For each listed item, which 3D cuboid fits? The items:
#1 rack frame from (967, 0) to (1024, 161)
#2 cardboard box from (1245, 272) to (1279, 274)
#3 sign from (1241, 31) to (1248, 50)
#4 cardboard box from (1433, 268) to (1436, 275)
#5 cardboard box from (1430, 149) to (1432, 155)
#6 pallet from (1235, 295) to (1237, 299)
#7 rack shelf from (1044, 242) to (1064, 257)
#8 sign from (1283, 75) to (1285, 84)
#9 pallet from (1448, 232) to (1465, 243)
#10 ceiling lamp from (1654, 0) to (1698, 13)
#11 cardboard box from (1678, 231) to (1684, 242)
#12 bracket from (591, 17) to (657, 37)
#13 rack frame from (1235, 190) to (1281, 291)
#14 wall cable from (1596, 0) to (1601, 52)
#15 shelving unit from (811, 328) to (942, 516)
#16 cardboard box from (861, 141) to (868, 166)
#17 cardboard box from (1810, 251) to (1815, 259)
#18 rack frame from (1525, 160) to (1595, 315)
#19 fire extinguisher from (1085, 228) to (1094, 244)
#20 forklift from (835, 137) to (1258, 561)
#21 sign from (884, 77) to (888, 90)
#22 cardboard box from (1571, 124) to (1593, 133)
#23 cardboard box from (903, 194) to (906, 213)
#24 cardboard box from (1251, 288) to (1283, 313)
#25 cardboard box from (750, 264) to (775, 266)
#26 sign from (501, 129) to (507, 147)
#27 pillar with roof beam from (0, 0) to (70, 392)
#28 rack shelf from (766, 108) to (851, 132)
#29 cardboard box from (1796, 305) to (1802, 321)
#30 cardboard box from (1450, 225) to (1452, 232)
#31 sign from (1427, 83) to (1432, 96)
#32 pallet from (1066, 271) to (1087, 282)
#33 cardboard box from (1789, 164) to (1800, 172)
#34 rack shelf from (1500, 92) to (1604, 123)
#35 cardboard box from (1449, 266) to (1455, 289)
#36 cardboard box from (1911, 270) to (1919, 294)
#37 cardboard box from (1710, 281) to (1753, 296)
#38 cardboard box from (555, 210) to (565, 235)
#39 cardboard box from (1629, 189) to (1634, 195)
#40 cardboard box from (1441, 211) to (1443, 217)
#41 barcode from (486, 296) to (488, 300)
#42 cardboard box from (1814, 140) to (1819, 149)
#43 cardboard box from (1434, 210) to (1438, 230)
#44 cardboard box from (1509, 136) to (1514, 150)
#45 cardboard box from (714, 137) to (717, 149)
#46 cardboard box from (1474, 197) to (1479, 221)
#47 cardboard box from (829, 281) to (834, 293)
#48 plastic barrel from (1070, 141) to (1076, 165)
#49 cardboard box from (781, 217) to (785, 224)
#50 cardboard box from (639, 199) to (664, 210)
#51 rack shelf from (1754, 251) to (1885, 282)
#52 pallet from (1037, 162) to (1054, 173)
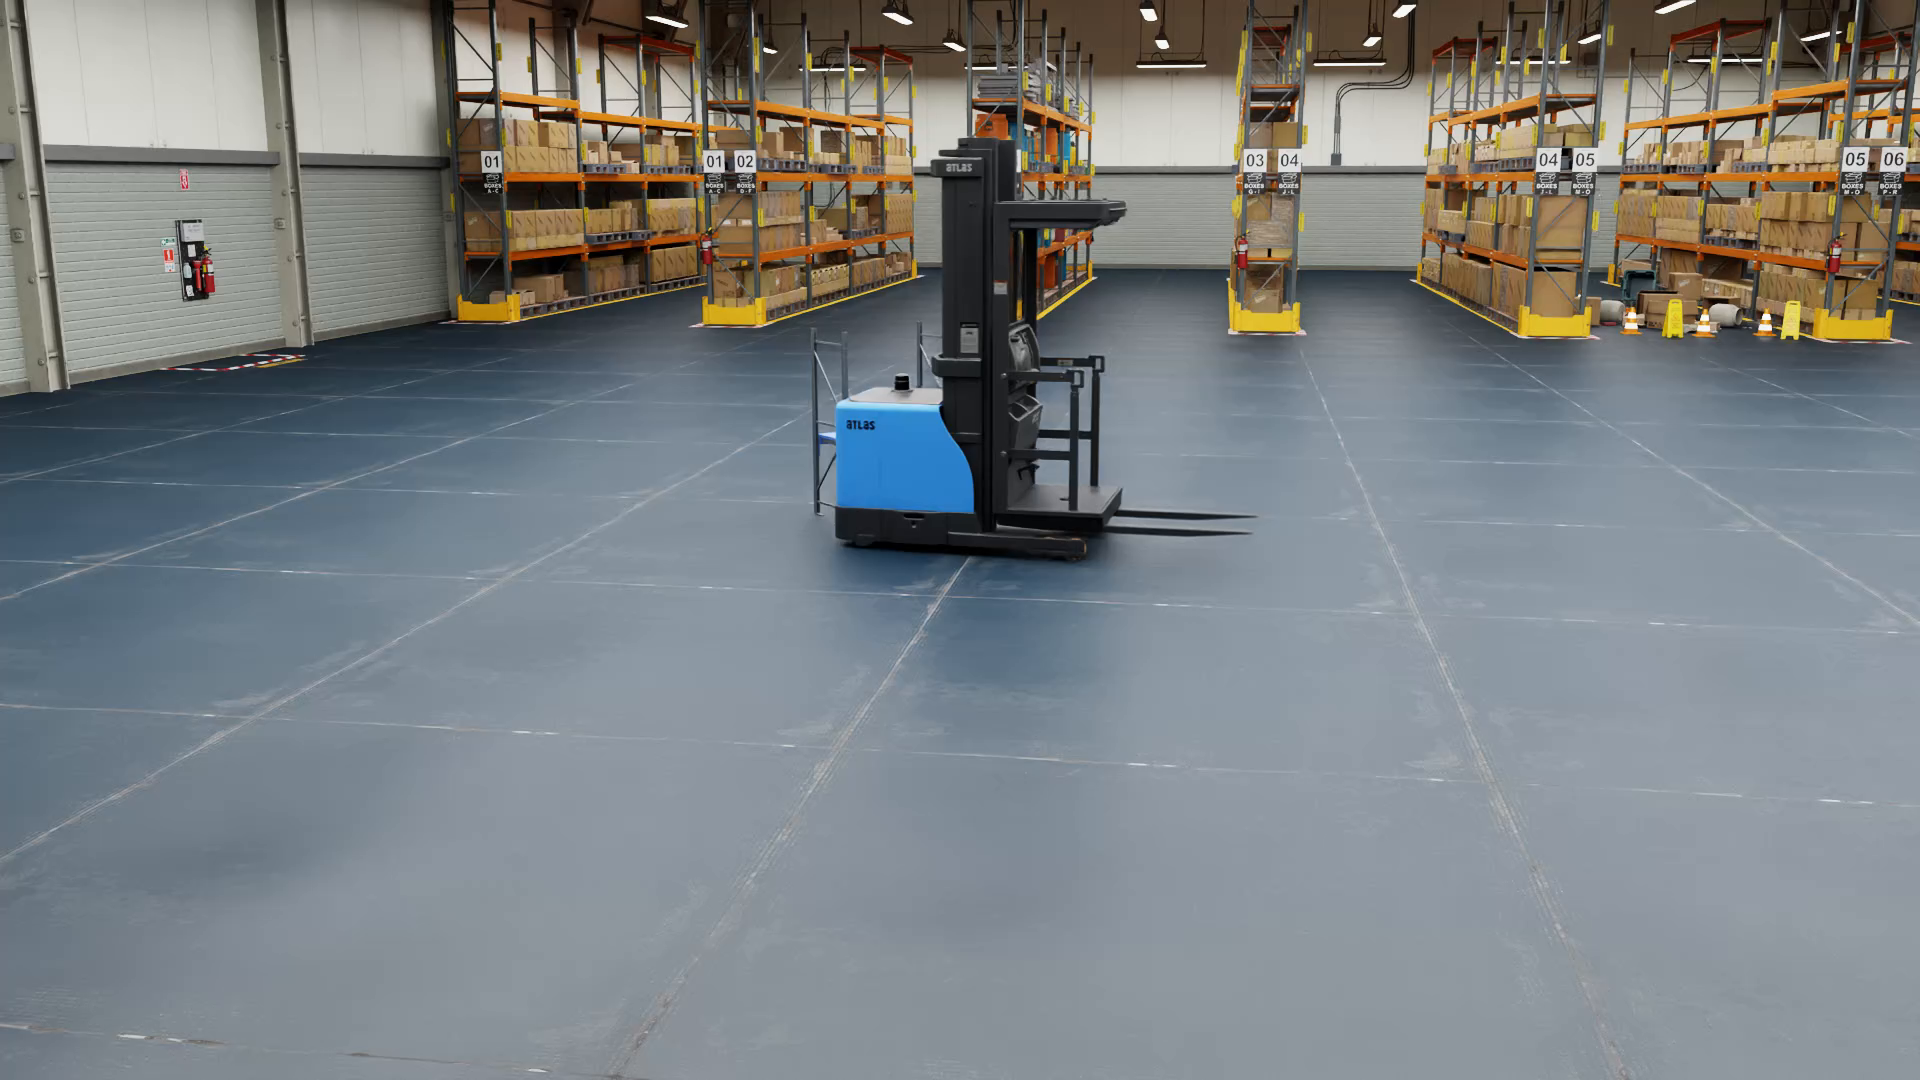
[{"bbox_3d":[0.627,-8.337,29.819,1.000,3.000,0.127,2,12,9],"label":"rack frame"},{"bbox_3d":[6.515,-5.528,35.914,0.700,0.500,0.500,3,13,13],"label":"cardboard box"},{"bbox_3d":[4.976,-8.733,29.062,0.100,0.325,0.005,2,12,9],"label":"sign"},{"bbox_3d":[12.040,-6.706,41.555,0.380,0.149,0.250,1,12,7],"label":"cardboard box"},{"bbox_3d":[12.422,-10.058,43.149,0.380,0.149,0.250,2,12,9],"label":"cardboard box"},{"bbox_3d":[6.440,-5.130,35.798,1.003,0.211,1.213,2,12,9],"label":"pallet"},{"bbox_3d":[1.550,-6.302,36.322,1.077,0.370,4.000,2,12,9],"label":"rack shelf"},{"bbox_3d":[7.905,-11.155,40.488,0.100,0.325,0.005,2,12,9],"label":"sign"},{"bbox_3d":[11.641,-6.786,37.315,1.213,0.211,1.003,2,12,9],"label":"pallet"},{"bbox_3d":[13.750,-11.584,31.031,0.800,3.185,2.000,2,12,9],"label":"ceiling lamp"},{"bbox_3d":[16.521,-6.840,37.467,0.500,0.250,0.500,2,12,8],"label":"cardboard box"},{"bbox_3d":[-8.175,-12.452,40.367,0.076,0.066,4.783,2,12,9],"label":"bracket"},{"bbox_3d":[6.751,-6.909,37.433,1.000,3.000,0.127,2,12,9],"label":"rack frame"},{"bbox_3d":[17.335,-15.639,48.035,2.355,3.000,0.029,2,12,9],"label":"wall cable"},{"bbox_3d":[-0.617,-0.967,13.420,1.039,1.500,0.500,-9,15,-35],"label":"shelving unit"},{"bbox_3d":[-2.652,-9.591,41.284,0.600,0.600,0.600,2,12,8],"label":"cardboard box"},{"bbox_3d":[15.149,-4.994,29.142,0.380,0.149,0.250,2,12,8],"label":"cardboard box"},{"bbox_3d":[10.407,-5.062,28.863,1.000,3.000,0.127,2,12,9],"label":"rack frame"},{"bbox_3d":[3.560,-8.532,46.030,0.296,0.674,0.183,2,12,9],"label":"fire extinguisher"},{"bbox_3d":[0.653,-1.404,12.053,3.031,2.935,1.130,3,12,13],"label":"forklift"},{"bbox_3d":[-1.872,-11.514,41.965,0.100,0.325,0.005,2,12,9],"label":"sign"},{"bbox_3d":[10.772,-7.109,28.709,0.380,0.149,0.250,2,12,9],"label":"cardboard box"},{"bbox_3d":[-1.755,-9.119,45.077,0.500,0.500,0.500,2,12,10],"label":"cardboard box"},{"bbox_3d":[5.634,-4.357,30.526,0.500,0.500,0.500,4,13,19],"label":"cardboard box"},{"bbox_3d":[-4.101,-5.435,34.344,0.500,0.500,0.500,2,12,9],"label":"cardboard box"},{"bbox_3d":[-8.626,-7.601,31.451,0.100,0.325,0.005,2,12,9],"label":"sign"},{"bbox_3d":[-7.501,-6.194,19.876,9.100,9.000,0.400,2,12,9],"label":"pillar with roof beam"},{"bbox_3d":[-3.344,-9.200,36.480,1.077,0.370,4.000,2,12,9],"label":"rack shelf"},{"bbox_3d":[15.259,-4.069,29.782,0.500,0.250,0.500,2,12,9],"label":"cardboard box"},{"bbox_3d":[11.380,-7.085,37.846,0.380,0.149,0.250,2,12,8],"label":"cardboard box"},{"bbox_3d":[12.331,-11.838,43.660,0.100,0.325,0.005,2,12,9],"label":"sign"},{"bbox_3d":[2.923,-7.202,45.408,1.003,0.211,1.213,2,12,9],"label":"pallet"},{"bbox_3d":[15.353,-6.777,30.294,0.380,0.149,0.250,2,12,8],"label":"cardboard box"},{"bbox_3d":[10.714,-7.864,30.280,1.077,0.370,4.000,2,12,9],"label":"rack shelf"},{"bbox_3d":[11.629,-6.075,38.498,0.500,0.500,0.500,1,12,6],"label":"cardboard box"},{"bbox_3d":[21.467,-5.719,36.848,0.500,0.500,0.500,2,12,11],"label":"cardboard box"},{"bbox_3d":[16.341,-5.238,34.918,0.950,0.372,0.625,2,12,8],"label":"cardboard box"},{"bbox_3d":[-8.473,-6.544,34.268,0.500,0.500,0.500,2,12,7],"label":"cardboard box"},{"bbox_3d":[17.300,-8.881,42.431,0.380,0.149,0.250,1,12,7],"label":"cardboard box"},{"bbox_3d":[11.658,-7.755,39.545,0.380,0.149,0.250,2,12,9],"label":"cardboard box"},{"bbox_3d":[-9.359,-4.788,32.909,0.001,0.075,0.075,2,12,9],"label":"barcode"},{"bbox_3d":[15.373,-6.998,29.427,0.380,0.149,0.250,2,12,7],"label":"cardboard box"},{"bbox_3d":[12.128,-7.972,41.423,0.500,0.500,0.500,2,12,7],"label":"cardboard box"},{"bbox_3d":[10.517,-7.385,30.935,0.500,0.250,0.500,2,12,8],"label":"cardboard box"},{"bbox_3d":[-6.786,-10.587,44.719,0.500,0.500,0.500,2,12,9],"label":"cardboard box"},{"bbox_3d":[11.558,-7.172,36.042,0.700,0.500,0.500,2,12,8],"label":"cardboard box"},{"bbox_3d":[-3.109,-5.656,37.146,0.500,0.250,0.500,2,12,10],"label":"cardboard box"},{"bbox_3d":[2.533,-9.469,40.750,0.600,0.588,0.600,0,12,0],"label":"plastic barrel"},{"bbox_3d":[-3.716,-6.381,33.206,0.380,0.149,0.250,2,12,11],"label":"cardboard box"},{"bbox_3d":[-7.525,-8.159,40.464,0.500,0.250,0.500,2,12,8],"label":"cardboard box"},{"bbox_3d":[15.621,-4.987,30.224,1.077,0.370,4.000,2,12,9],"label":"rack shelf"},{"bbox_3d":[1.228,-7.458,33.307,1.213,0.211,1.003,2,12,9],"label":"pallet"}]
